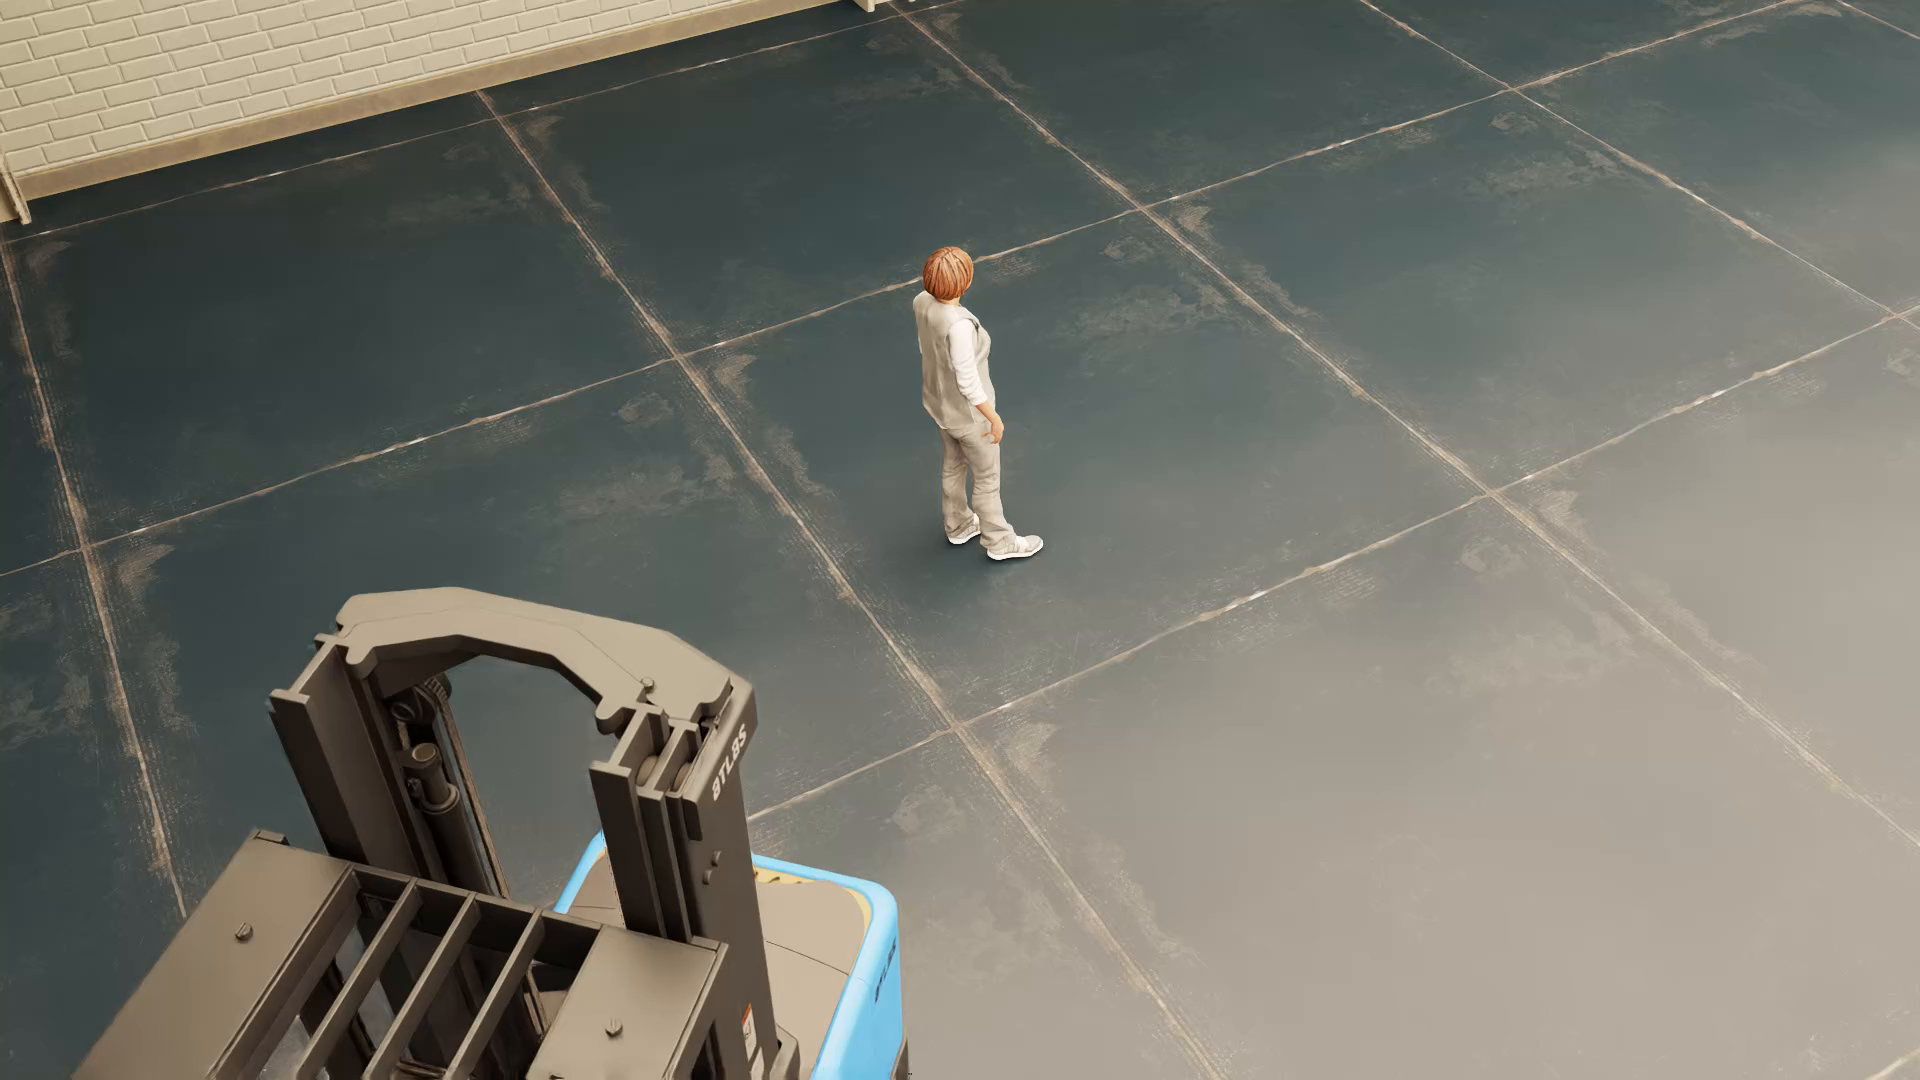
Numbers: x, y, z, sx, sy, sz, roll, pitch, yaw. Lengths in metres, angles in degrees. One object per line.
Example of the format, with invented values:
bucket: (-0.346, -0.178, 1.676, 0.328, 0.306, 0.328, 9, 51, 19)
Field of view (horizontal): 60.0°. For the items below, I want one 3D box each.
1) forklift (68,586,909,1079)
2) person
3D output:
forklift: (-1.064, 1.662, 3.906, 1.130, 2.935, 3.031, 11, 44, 11)
person: (0.075, -0.609, 7.325, 0.464, 1.599, 0.520, -21, 47, -21)
